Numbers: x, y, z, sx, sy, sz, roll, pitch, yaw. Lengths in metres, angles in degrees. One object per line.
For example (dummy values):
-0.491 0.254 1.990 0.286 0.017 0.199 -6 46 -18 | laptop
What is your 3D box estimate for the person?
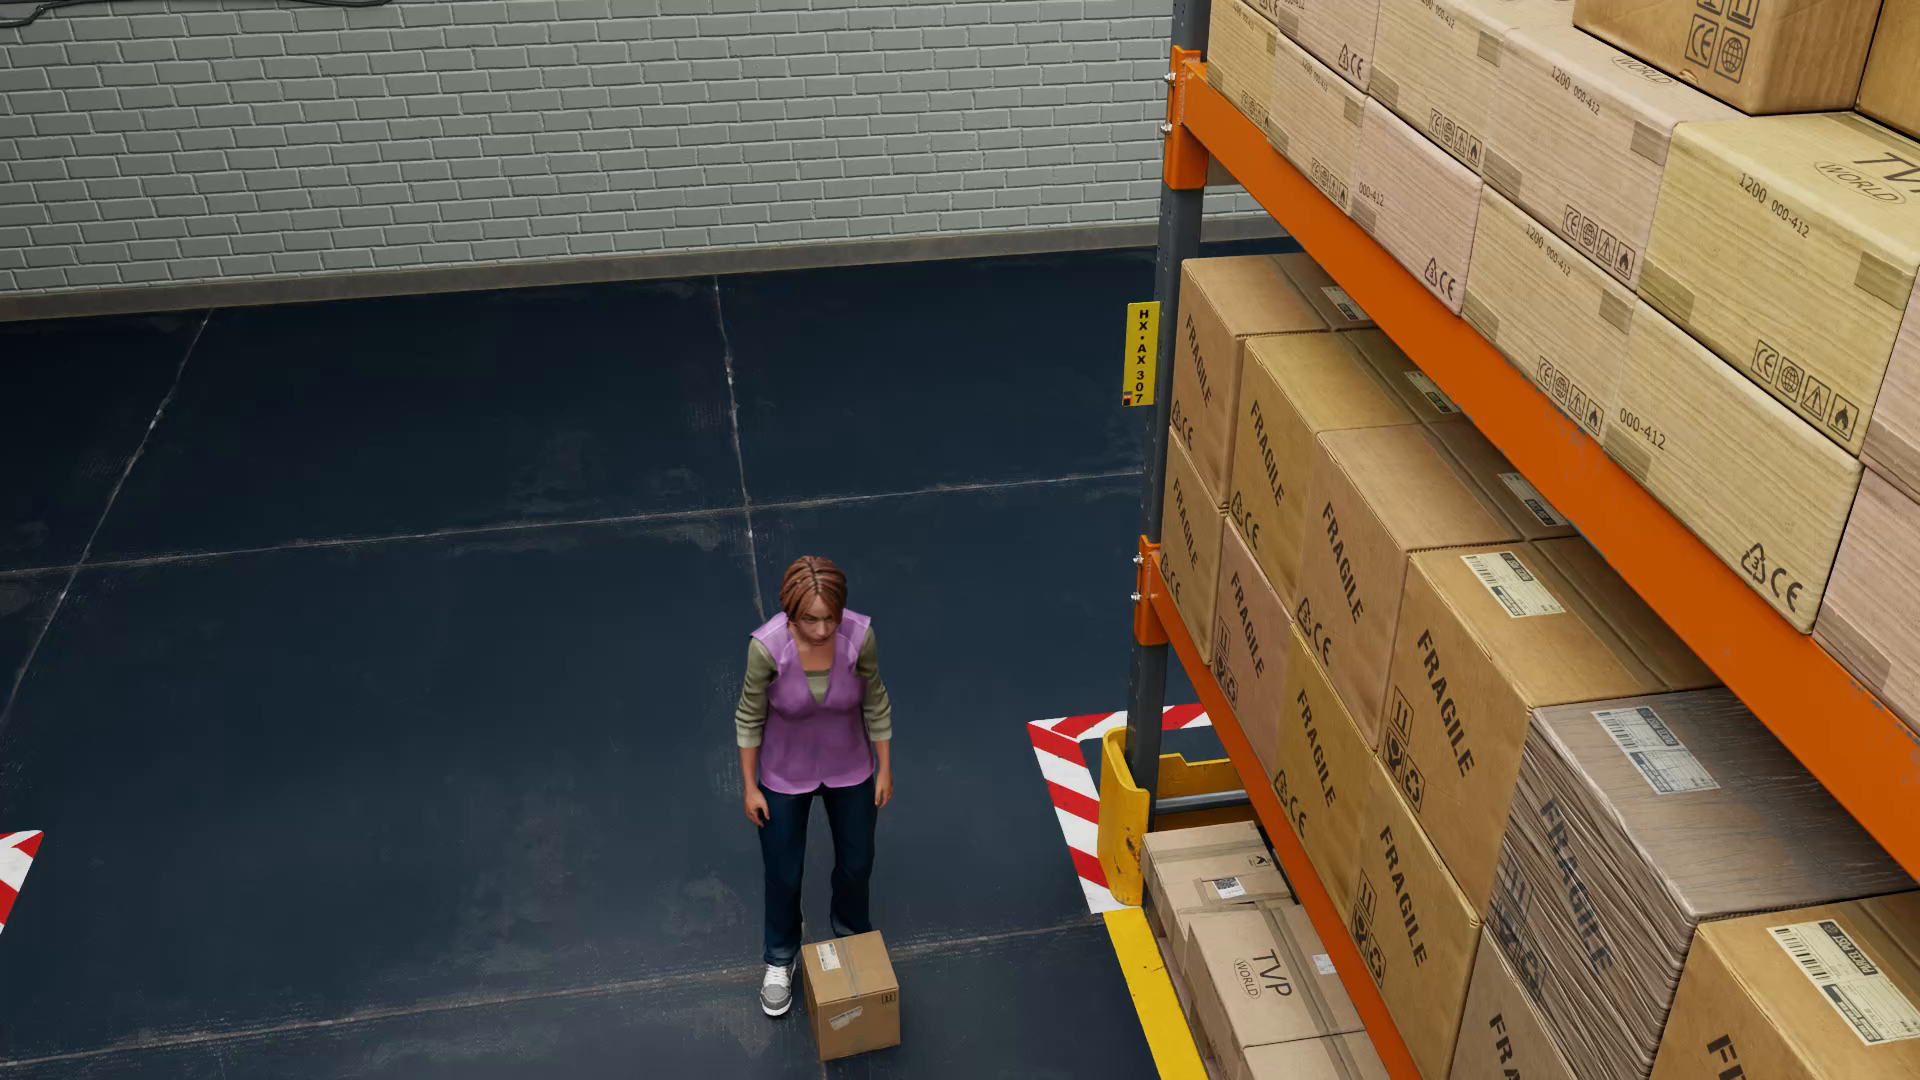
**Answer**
-0.425 0.712 4.963 0.463 1.593 0.343 -7 32 -12 | person
